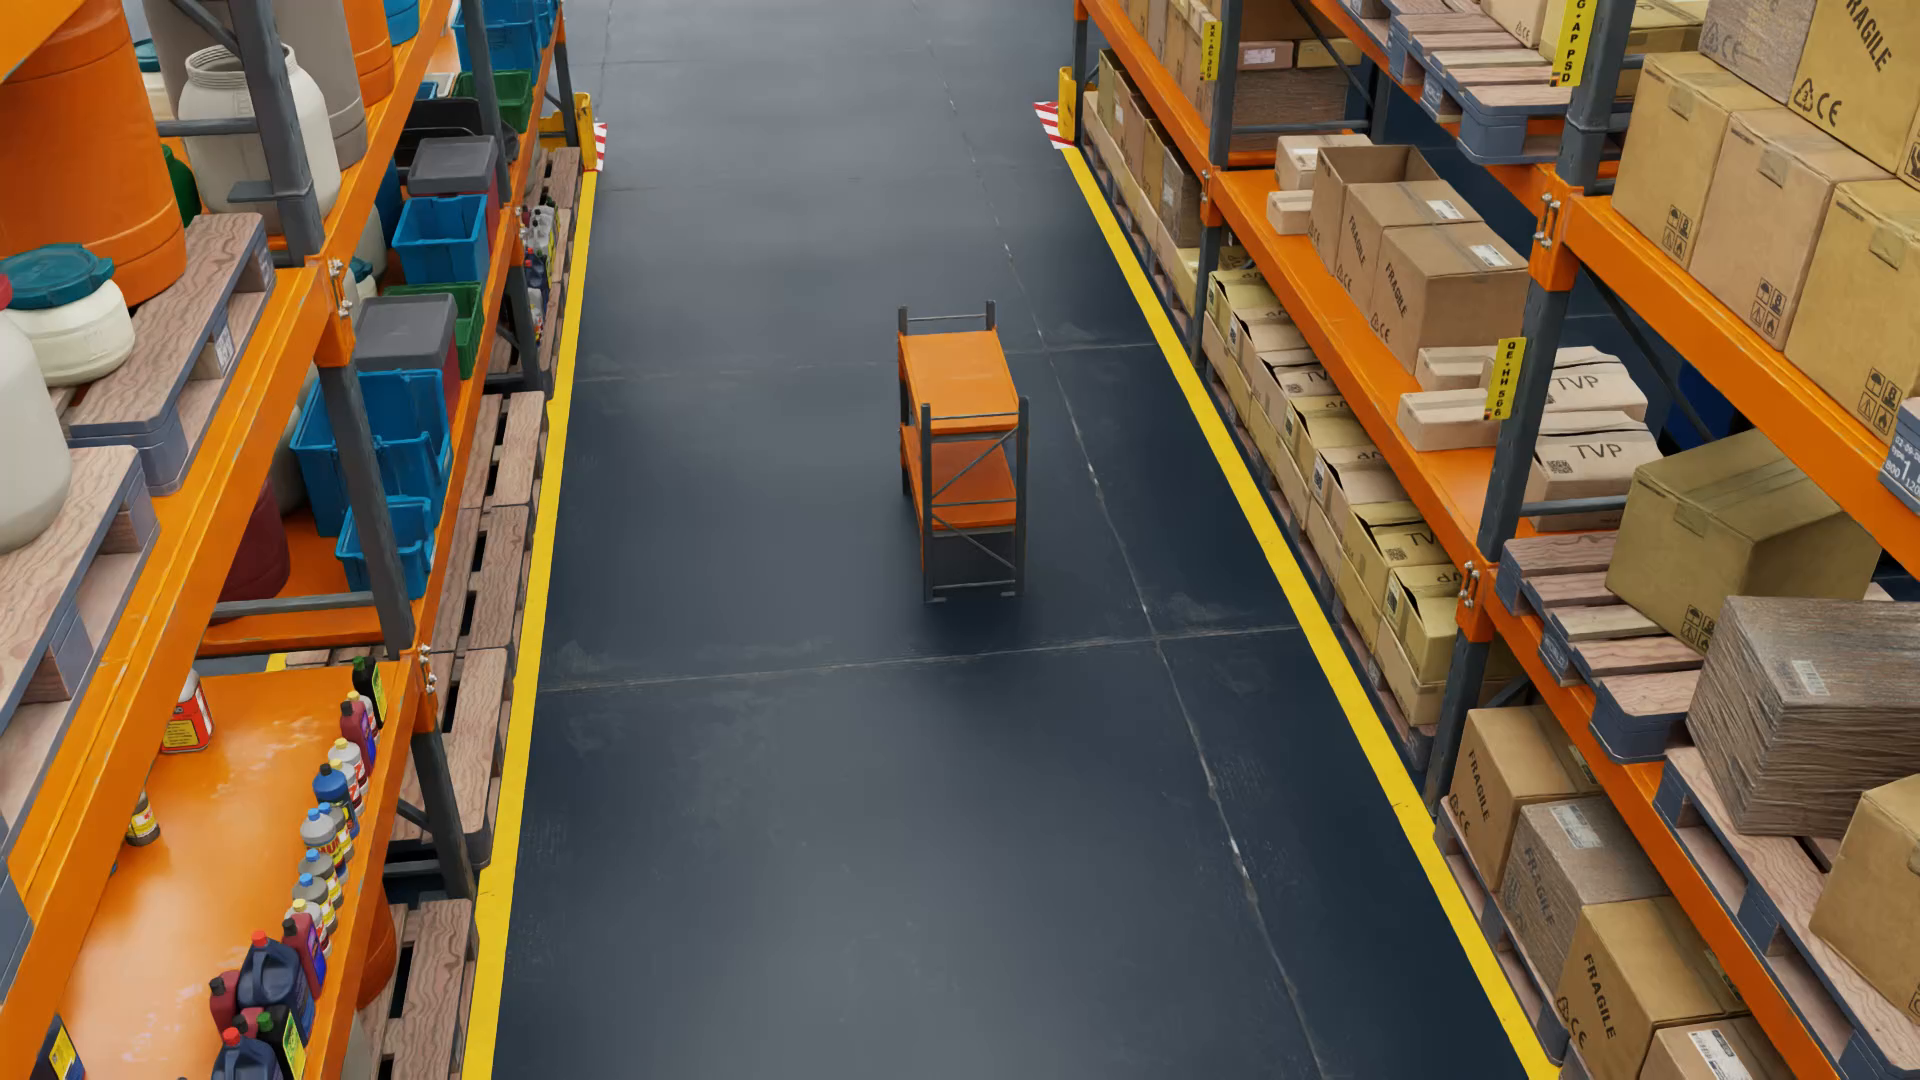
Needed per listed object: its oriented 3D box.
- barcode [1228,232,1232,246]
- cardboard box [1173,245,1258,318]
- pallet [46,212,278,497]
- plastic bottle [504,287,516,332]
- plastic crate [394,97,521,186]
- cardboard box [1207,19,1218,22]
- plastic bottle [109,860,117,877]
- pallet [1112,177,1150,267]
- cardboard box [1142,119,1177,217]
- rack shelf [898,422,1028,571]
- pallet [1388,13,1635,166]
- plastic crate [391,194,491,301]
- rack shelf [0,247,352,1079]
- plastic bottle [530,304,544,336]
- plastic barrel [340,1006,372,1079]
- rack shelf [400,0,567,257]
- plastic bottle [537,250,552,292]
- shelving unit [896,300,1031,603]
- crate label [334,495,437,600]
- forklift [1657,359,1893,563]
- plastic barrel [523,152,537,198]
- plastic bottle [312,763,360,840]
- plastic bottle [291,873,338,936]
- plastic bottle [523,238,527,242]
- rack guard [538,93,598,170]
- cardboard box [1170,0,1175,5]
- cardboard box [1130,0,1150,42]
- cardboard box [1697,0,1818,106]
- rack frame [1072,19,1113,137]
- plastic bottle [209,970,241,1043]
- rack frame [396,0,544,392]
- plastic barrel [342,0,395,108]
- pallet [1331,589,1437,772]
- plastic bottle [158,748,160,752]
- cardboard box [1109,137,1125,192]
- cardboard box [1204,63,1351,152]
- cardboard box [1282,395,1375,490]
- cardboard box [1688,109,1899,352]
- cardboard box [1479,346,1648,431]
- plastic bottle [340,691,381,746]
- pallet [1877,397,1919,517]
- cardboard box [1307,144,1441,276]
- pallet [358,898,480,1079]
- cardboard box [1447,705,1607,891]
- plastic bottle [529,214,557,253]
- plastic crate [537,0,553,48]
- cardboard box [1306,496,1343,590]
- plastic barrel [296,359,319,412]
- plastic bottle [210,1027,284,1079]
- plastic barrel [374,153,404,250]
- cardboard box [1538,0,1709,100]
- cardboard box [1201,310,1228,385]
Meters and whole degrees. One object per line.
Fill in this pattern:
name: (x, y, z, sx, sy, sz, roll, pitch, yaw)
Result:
barcode: (1.563, -1.738, 9.613, 0.001, 0.075, 0.075, -4, 35, -6)
cardboard box: (1.662, -1.646, 10.570, 0.500, 0.250, 0.500, -4, 35, -6)
pallet: (-2.424, -0.489, 4.307, 1.003, 0.211, 1.213, -4, 35, -6)
plastic bottle: (-2.752, -1.434, 10.212, 0.061, 0.283, 0.133, -4, 35, -6)
plastic crate: (-2.912, -2.270, 9.472, 0.767, 0.338, 0.504, -4, 35, -6)
cardboard box: (1.661, -2.949, 9.750, 0.380, 0.149, 0.250, -5, 35, -7)
plastic bottle: (-2.581, 0.878, 4.912, 0.097, 0.271, 0.097, 0, 34, 0)
pallet: (1.709, -2.343, 12.001, 1.003, 0.211, 1.213, -4, 35, -6)
cardboard box: (1.536, -2.515, 11.179, 0.500, 0.500, 0.500, -4, 35, -6)
rack shelf: (0.001, -0.259, 8.565, 0.538, 0.278, 1.000, -4, 35, -6)
pallet: (2.299, -1.668, 6.038, 1.213, 0.211, 1.003, -3, 34, -4)
plastic crate: (-2.511, -1.395, 8.147, 0.392, 0.384, 0.575, -4, 35, -6)
rack shelf: (-2.161, 0.413, 3.456, 1.077, 0.370, 4.000, -4, 35, -6)
plastic bottle: (-2.603, -1.343, 10.152, 0.097, 0.201, 0.097, 0, 34, 0)
plastic barrel: (-2.182, 1.673, 5.467, 0.421, 0.512, 0.421, 0, 34, 0)
rack shelf: (-3.236, -2.812, 10.852, 1.077, 0.370, 4.000, -4, 35, -6)
plastic bottle: (-2.671, -1.735, 10.654, 0.061, 0.283, 0.133, -3, 34, -4)
shelving unit: (0.001, -0.461, 8.428, 0.538, 1.125, 1.048, -4, 35, -6)
crate label: (-2.115, 0.044, 6.170, 0.303, 0.233, 0.416, -4, 35, -6)
forklift: (5.384, -1.374, 8.163, 3.031, 2.935, 1.130, -2, 34, -3)
plastic barrel: (-3.274, -2.730, 11.928, 0.421, 0.512, 0.421, 0, 34, 0)
plastic bottle: (-1.898, 0.789, 5.044, 0.097, 0.271, 0.097, 0, 34, 0)
plastic bottle: (-1.845, 1.035, 4.744, 0.097, 0.201, 0.097, 0, 34, 0)
plastic bottle: (-2.886, -1.914, 10.988, 0.097, 0.201, 0.097, 0, 34, 0)
rack guard: (-3.449, -3.154, 12.934, 1.175, 0.500, 0.348, -4, 35, -6)
cardboard box: (1.523, -3.520, 10.587, 0.380, 0.149, 0.250, -3, 34, -5)
cardboard box: (1.590, -3.808, 11.586, 0.700, 0.500, 0.500, -4, 34, -6)
cardboard box: (2.532, -1.584, 4.771, 0.500, 0.500, 0.500, -4, 35, -6)
rack frame: (1.403, -4.599, 12.834, 1.000, 3.000, 0.127, -4, 35, -6)
plastic bottle: (-1.917, 1.232, 4.382, 0.061, 0.283, 0.133, -4, 35, -6)
rack frame: (-2.968, -1.993, 9.012, 1.000, 3.000, 0.127, -4, 35, -6)
plastic barrel: (-2.413, -2.018, 6.003, 0.600, 0.830, 0.708, -4, 35, -6)
pallet: (2.407, 0.556, 7.747, 1.003, 0.211, 1.213, -4, 35, -6)
plastic bottle: (-2.692, 0.556, 5.381, 0.152, 0.276, 0.135, -4, 35, -6)
cardboard box: (1.393, -2.762, 12.208, 0.500, 0.250, 0.500, -4, 35, -6)
cardboard box: (1.875, -2.655, 9.893, 0.700, 0.500, 0.500, -5, 35, -8)
cardboard box: (1.958, -0.528, 8.432, 0.500, 0.311, 0.500, -3, 34, -5)
cardboard box: (2.640, -0.890, 4.640, 0.910, 0.500, 0.500, -4, 35, -6)
cardboard box: (2.551, -0.611, 7.063, 0.500, 0.311, 0.500, -5, 35, -7)
plastic bottle: (-1.955, 0.580, 5.412, 0.097, 0.201, 0.097, 0, 34, 0)
pallet: (2.857, -0.012, 3.607, 1.213, 0.211, 1.003, -4, 35, -6)
cardboard box: (2.099, -1.684, 8.469, 0.500, 0.500, 0.500, -2, 34, -3)
pallet: (-2.282, 1.828, 5.880, 1.003, 0.211, 1.213, -4, 35, -6)
cardboard box: (2.257, 0.992, 6.459, 0.500, 0.500, 0.500, -3, 34, -4)
plastic bottle: (-2.799, -2.070, 11.152, 0.152, 0.276, 0.135, -5, 35, -8)
plastic crate: (-3.060, -3.545, 11.420, 0.499, 0.251, 0.408, -4, 35, -6)
cardboard box: (2.029, -0.015, 8.177, 0.500, 0.250, 0.500, -4, 34, -5)
plastic barrel: (-2.836, -0.600, 6.868, 0.421, 0.512, 0.421, 0, 34, 0)
plastic bottle: (-1.776, 1.360, 4.135, 0.144, 0.351, 0.185, -4, 35, -6)
plastic barrel: (-3.216, -1.962, 8.520, 0.600, 0.901, 0.708, -4, 35, -6)
cardboard box: (2.362, -1.734, 5.728, 0.500, 0.250, 0.500, -7, 35, -10)
cardboard box: (1.750, -1.160, 9.857, 0.500, 0.250, 0.500, -5, 35, -8)
